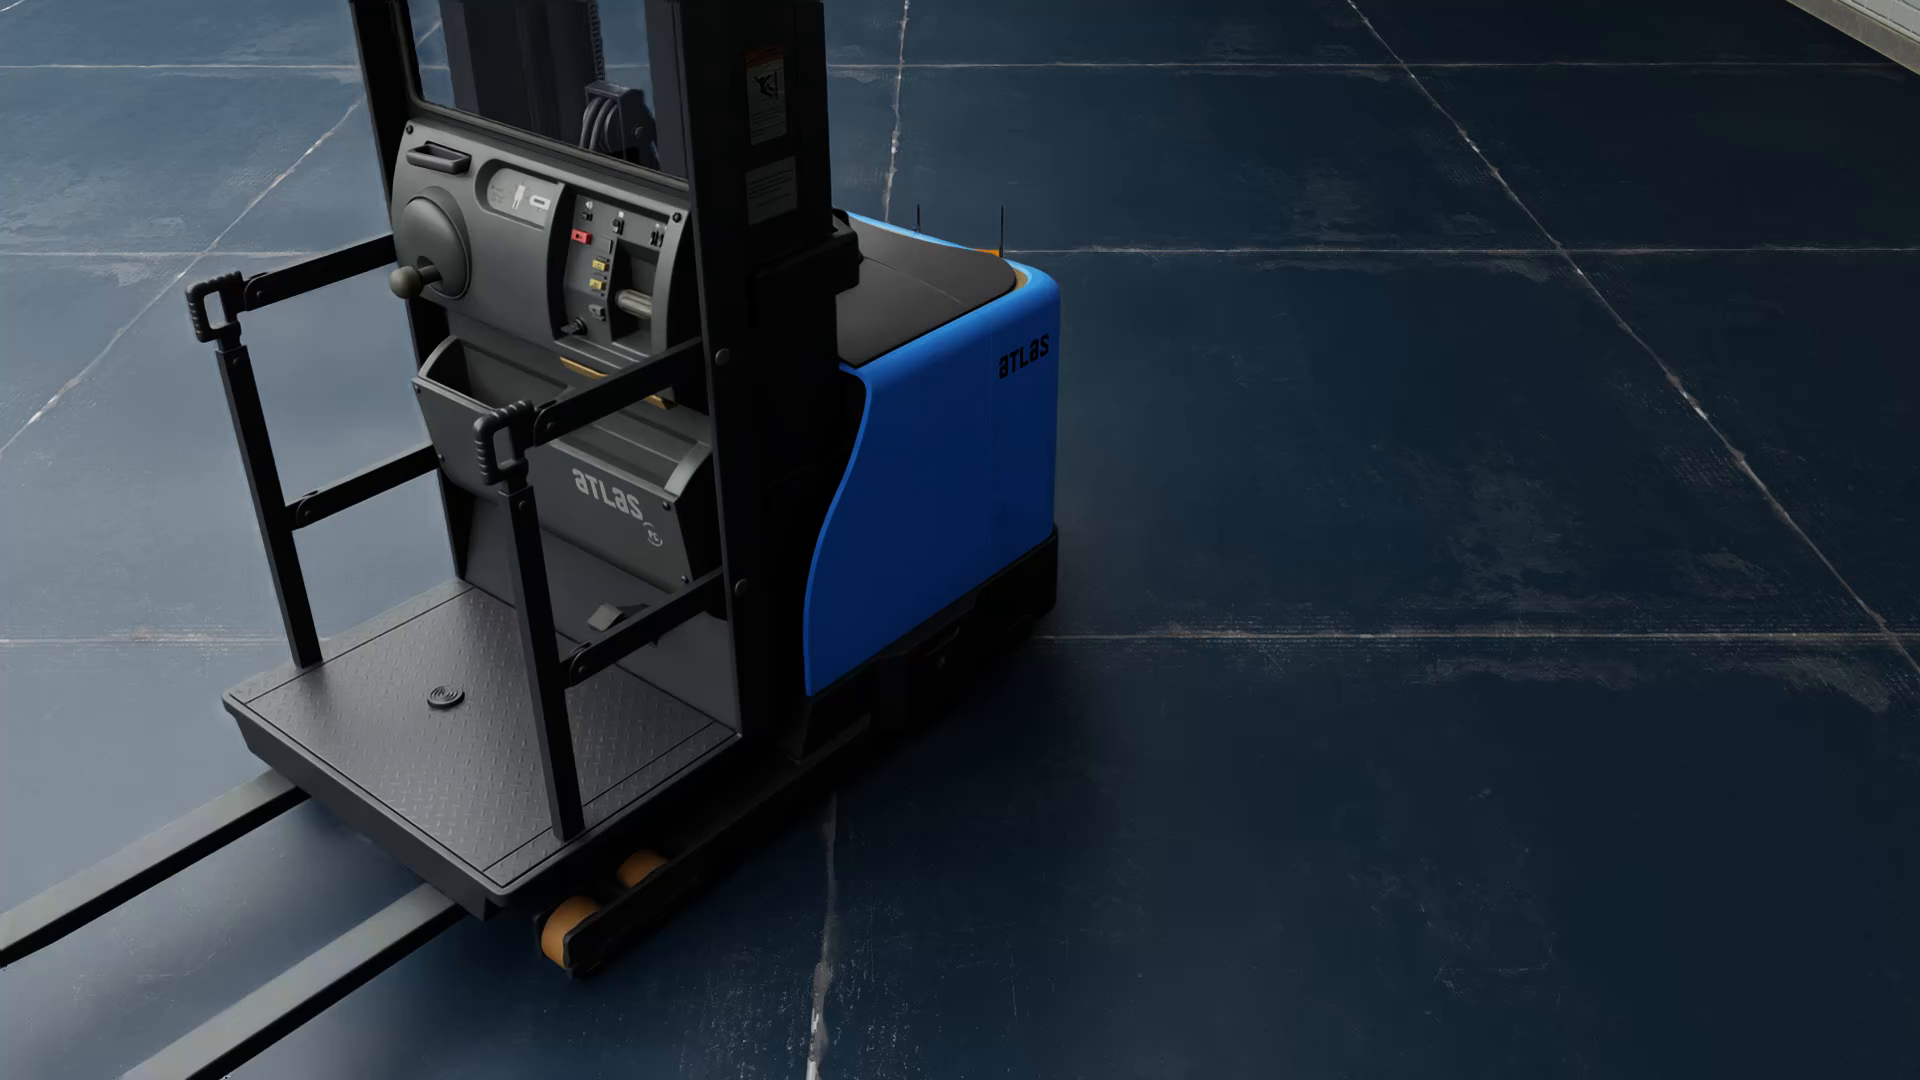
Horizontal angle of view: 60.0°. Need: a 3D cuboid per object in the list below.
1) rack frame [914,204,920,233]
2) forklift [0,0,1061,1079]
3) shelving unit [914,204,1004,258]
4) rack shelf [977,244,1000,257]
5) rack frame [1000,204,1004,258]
[{"bbox_3d":[-0.123,-0.479,5.027,0.008,1.050,0.200,1,31,1],"label":"rack frame"},{"bbox_3d":[-1.044,-0.592,3.400,1.130,2.935,3.031,23,38,33],"label":"forklift"},{"bbox_3d":[-0.002,-0.477,5.024,0.252,1.050,0.215,1,31,1],"label":"shelving unit"},{"bbox_3d":[-0.002,-0.710,4.882,0.240,0.259,0.215,1,31,1],"label":"rack shelf"},{"bbox_3d":[0.120,-0.475,5.021,0.008,1.050,0.200,1,31,1],"label":"rack frame"}]
